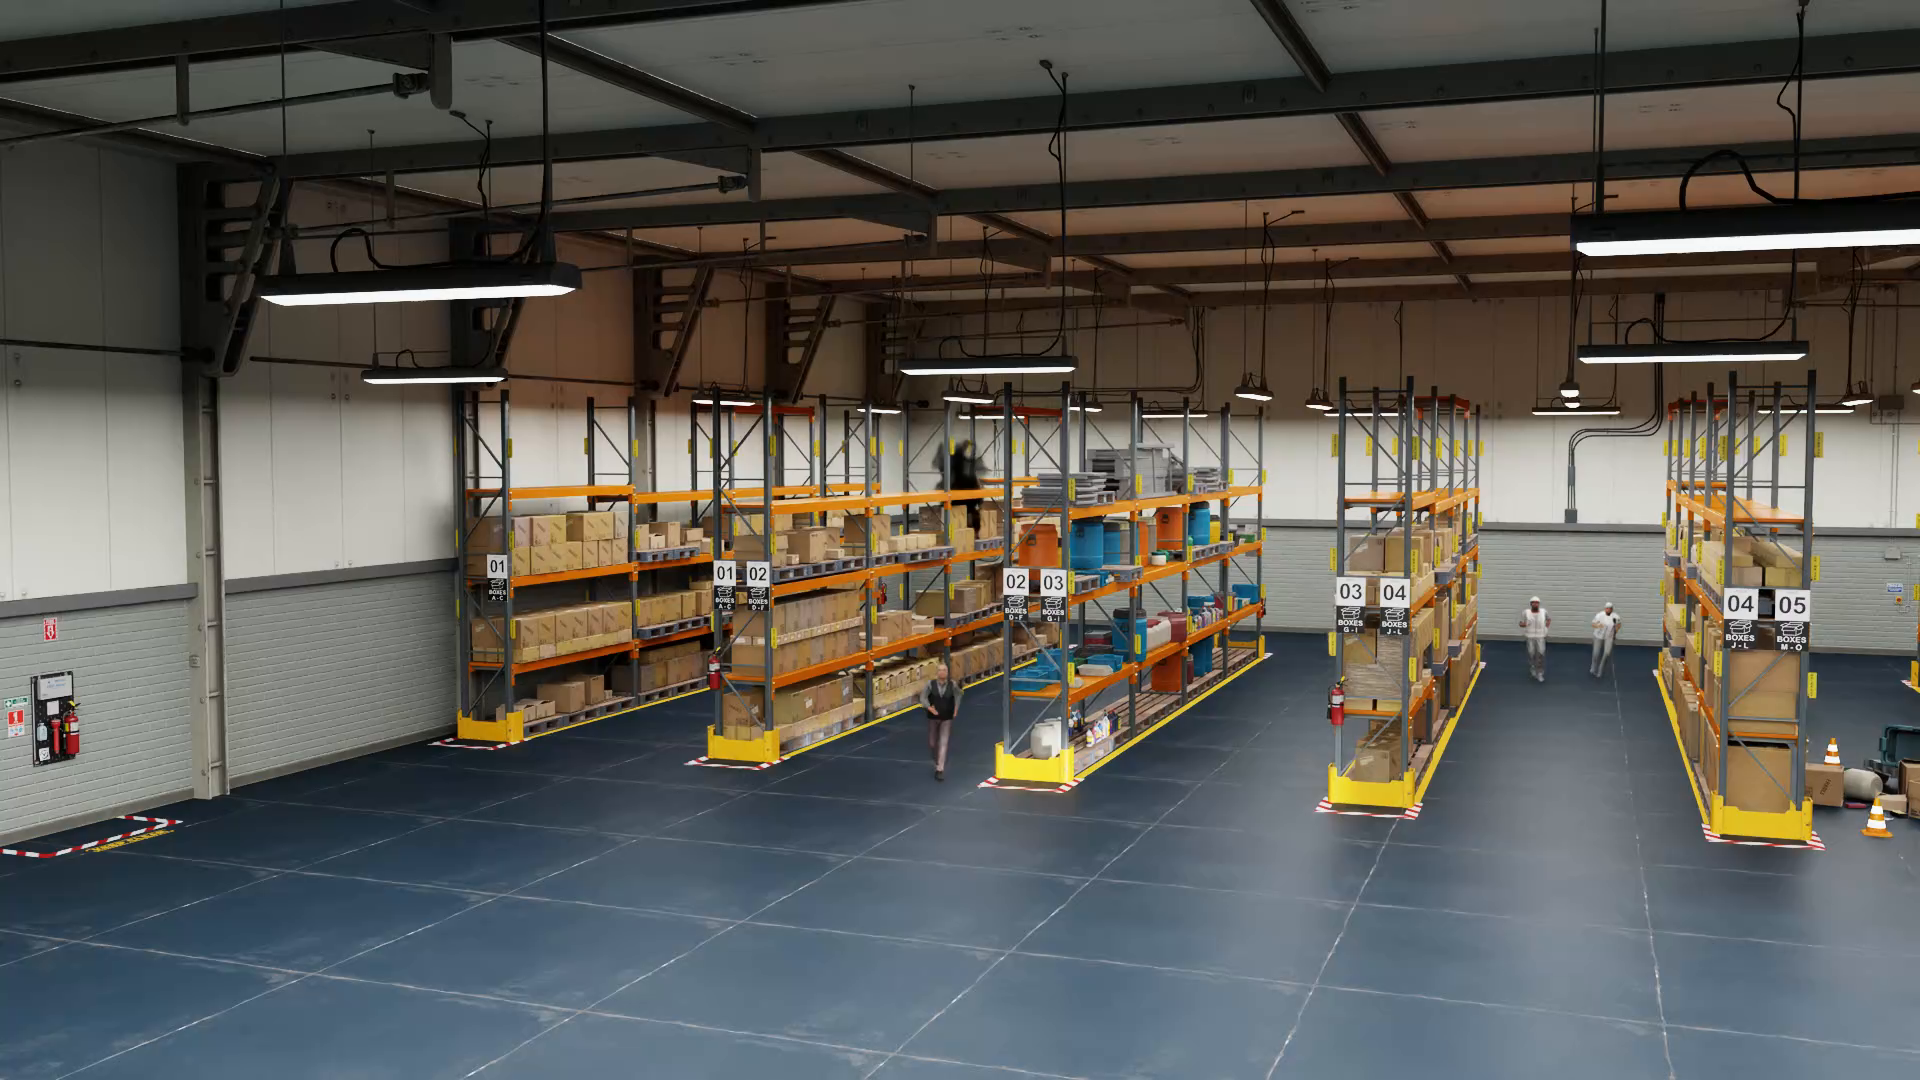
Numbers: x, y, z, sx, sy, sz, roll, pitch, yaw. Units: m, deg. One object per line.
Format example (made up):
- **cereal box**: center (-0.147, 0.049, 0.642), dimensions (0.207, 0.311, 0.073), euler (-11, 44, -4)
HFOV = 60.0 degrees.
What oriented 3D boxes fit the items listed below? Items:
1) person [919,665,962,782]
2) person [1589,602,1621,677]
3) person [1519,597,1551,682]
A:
- **person**: center (-0.300, 2.763, 25.480), dimensions (0.653, 1.708, 1.091), euler (0, 3, 3)
- **person**: center (14.175, 2.197, 36.554), dimensions (0.635, 1.678, 0.704), euler (2, 3, 26)
- **person**: center (12.419, 2.134, 35.942), dimensions (0.667, 1.829, 0.715), euler (1, 3, 17)
